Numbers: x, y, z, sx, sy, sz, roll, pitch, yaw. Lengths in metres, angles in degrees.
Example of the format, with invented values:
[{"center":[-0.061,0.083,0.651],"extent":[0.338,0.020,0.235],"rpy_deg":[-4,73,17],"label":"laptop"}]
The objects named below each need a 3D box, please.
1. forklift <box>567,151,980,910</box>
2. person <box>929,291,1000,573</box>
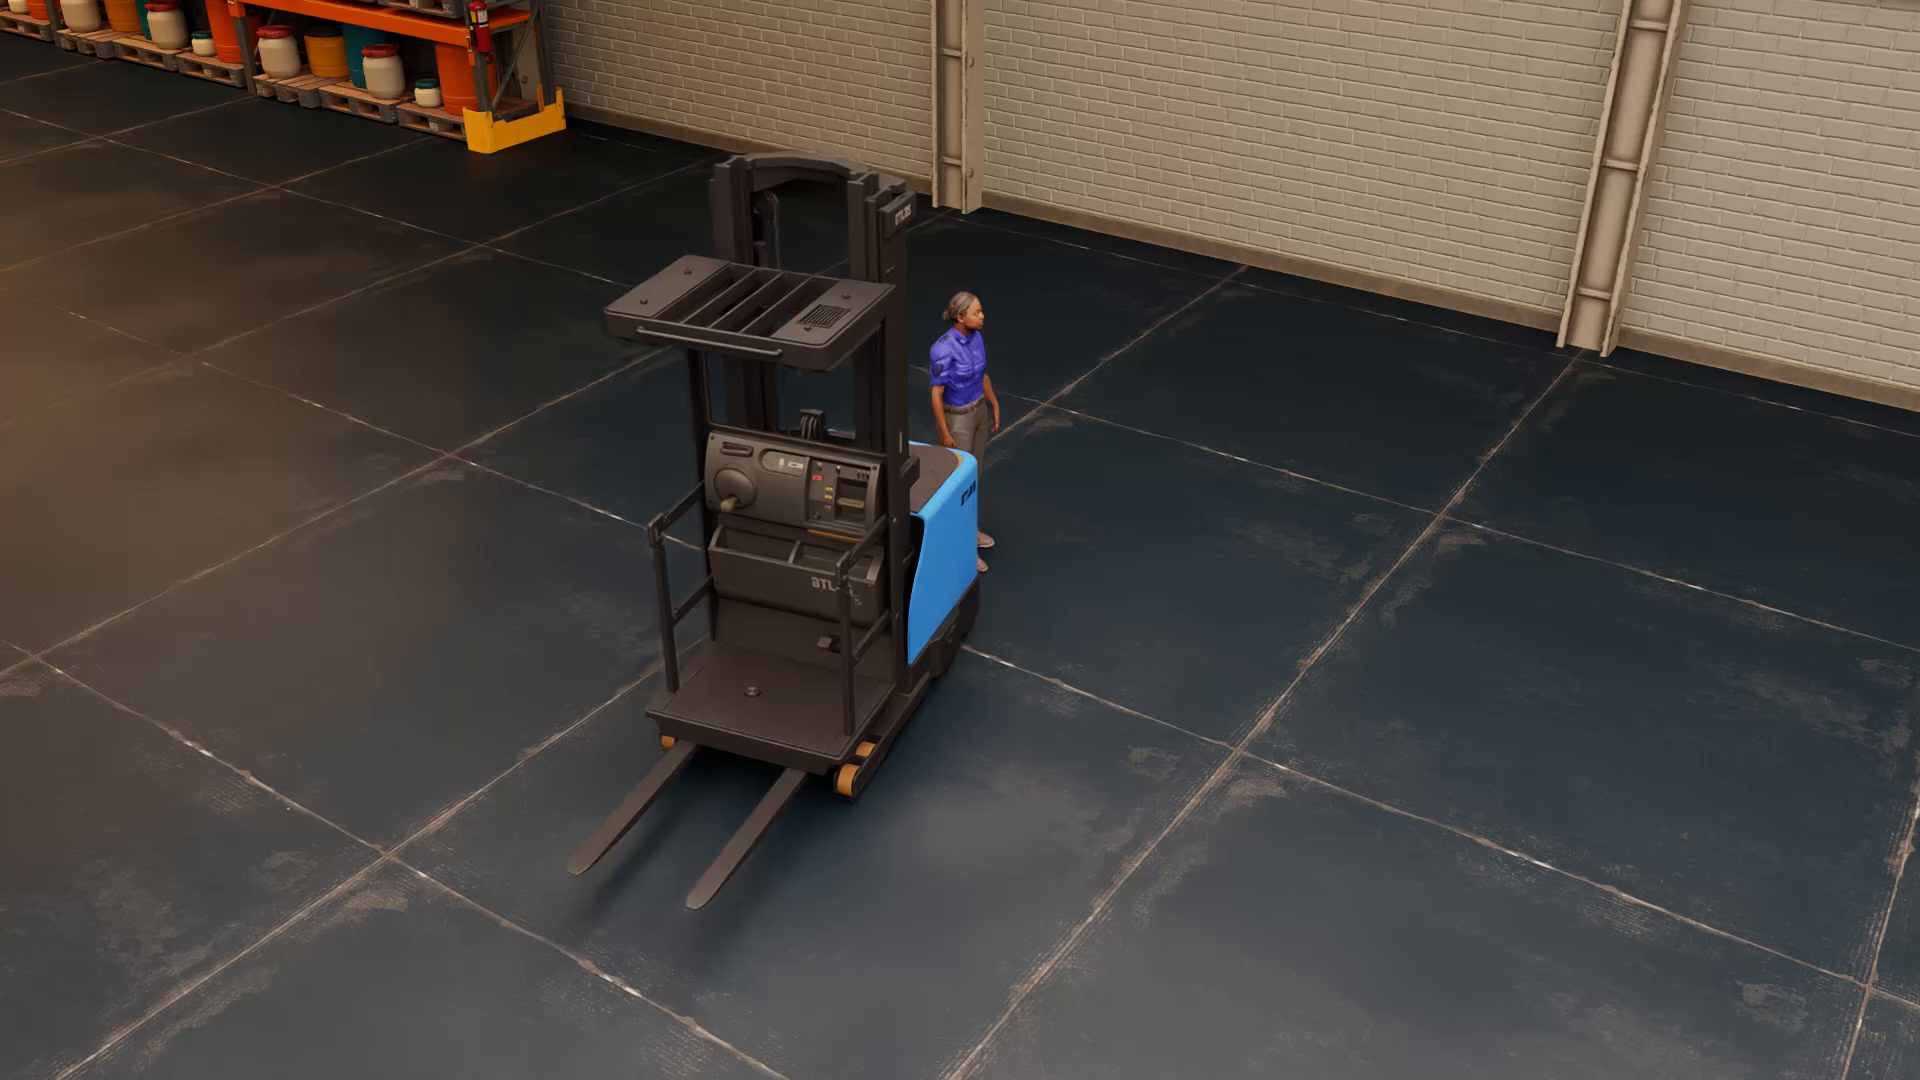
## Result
[{"center":[-0.902,-0.226,7.970],"extent":[1.130,2.935,3.031],"rpy_deg":[11,32,19],"label":"forklift"},{"center":[0.087,-0.684,10.028],"extent":[0.475,1.658,0.579],"rpy_deg":[18,35,28],"label":"person"}]
